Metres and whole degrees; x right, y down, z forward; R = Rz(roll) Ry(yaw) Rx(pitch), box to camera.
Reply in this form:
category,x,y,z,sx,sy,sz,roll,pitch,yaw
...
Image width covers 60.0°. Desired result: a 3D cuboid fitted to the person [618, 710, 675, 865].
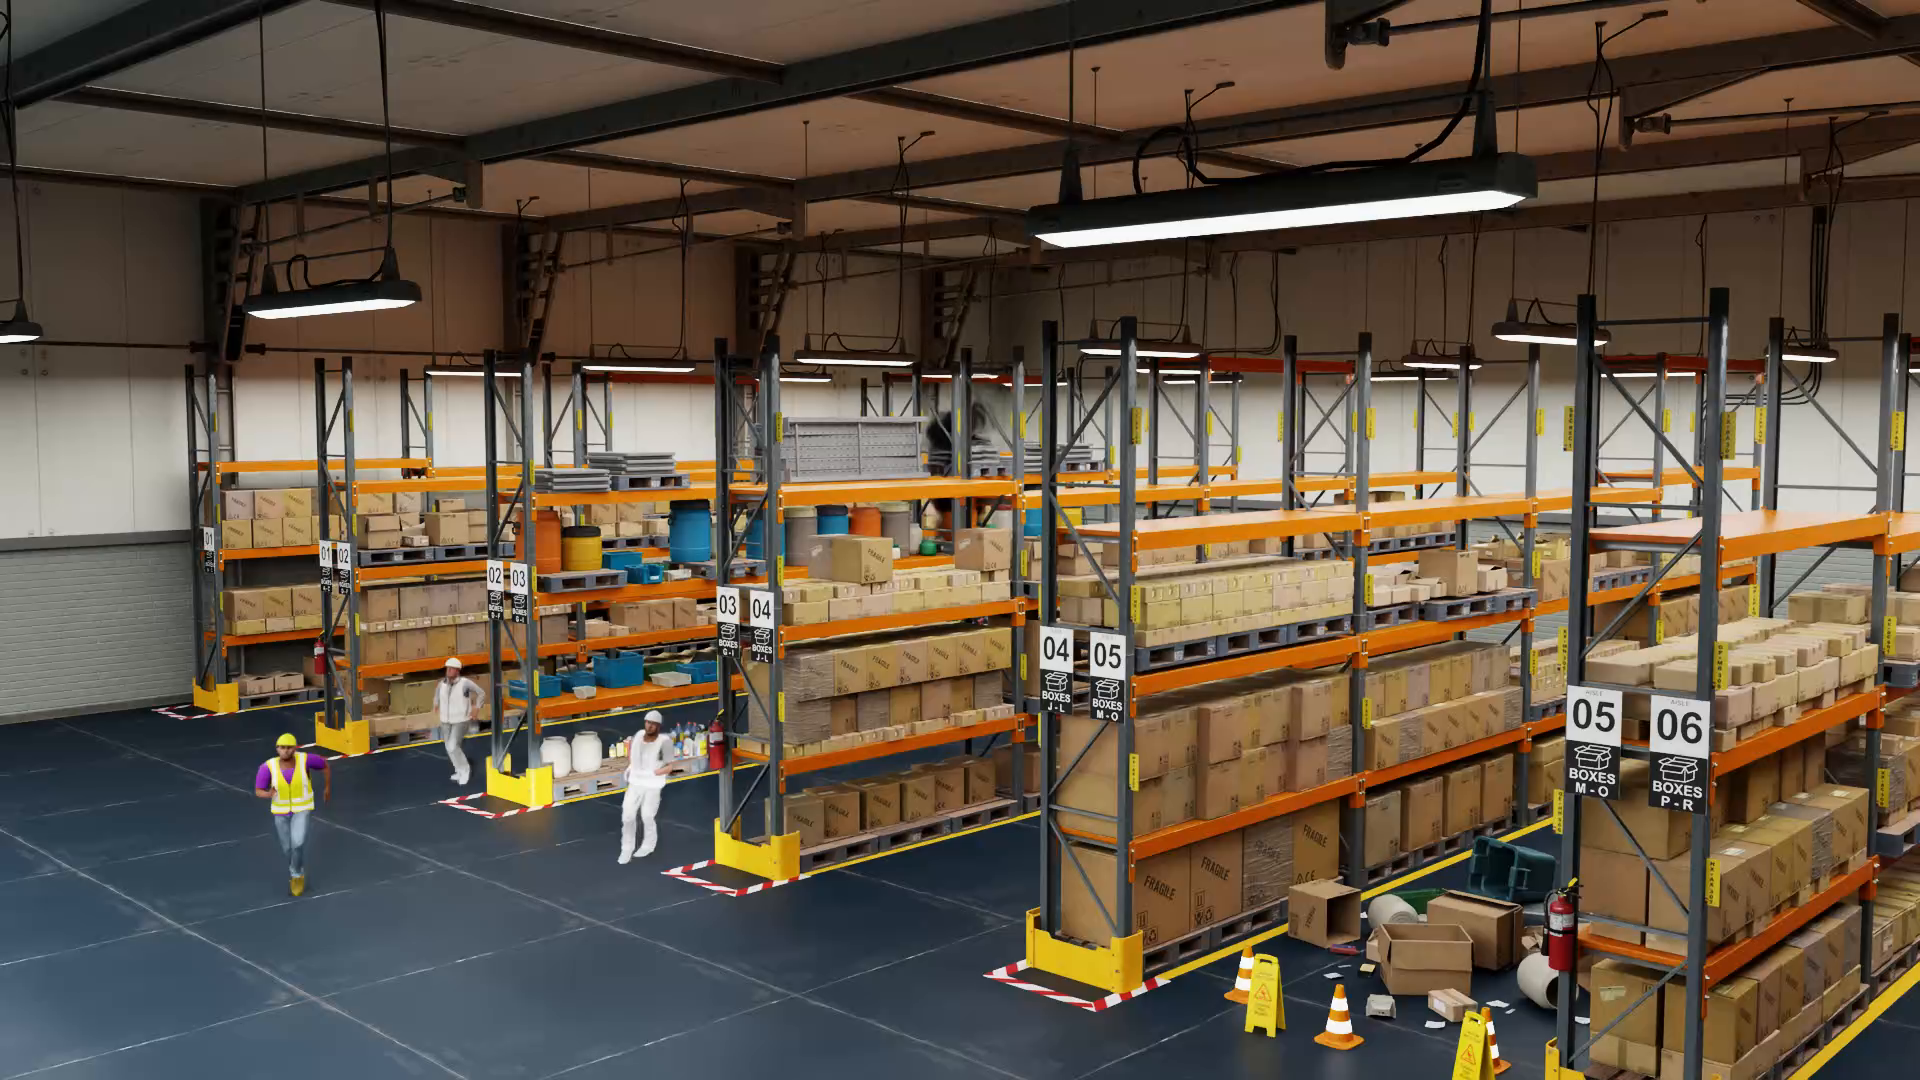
category,x,y,z,sx,sy,sz,roll,pitch,yaw
person,-3.580,2.837,19.084,0.684,1.794,0.672,1,4,12

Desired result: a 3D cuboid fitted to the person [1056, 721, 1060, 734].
category,x,y,z,sx,sy,sz,roll,pitch,yaw
person,1.333,2.336,25.833,0.661,1.695,0.637,3,5,35

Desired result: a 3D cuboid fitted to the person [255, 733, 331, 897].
category,x,y,z,sx,sy,sz,roll,pitch,yaw
person,-7.144,2.923,17.816,0.732,1.759,0.811,-1,5,-14

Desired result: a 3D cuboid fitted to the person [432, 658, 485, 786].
category,x,y,z,sx,sy,sz,roll,pitch,yaw
person,-7.012,2.530,23.079,0.684,1.794,0.684,1,5,17
